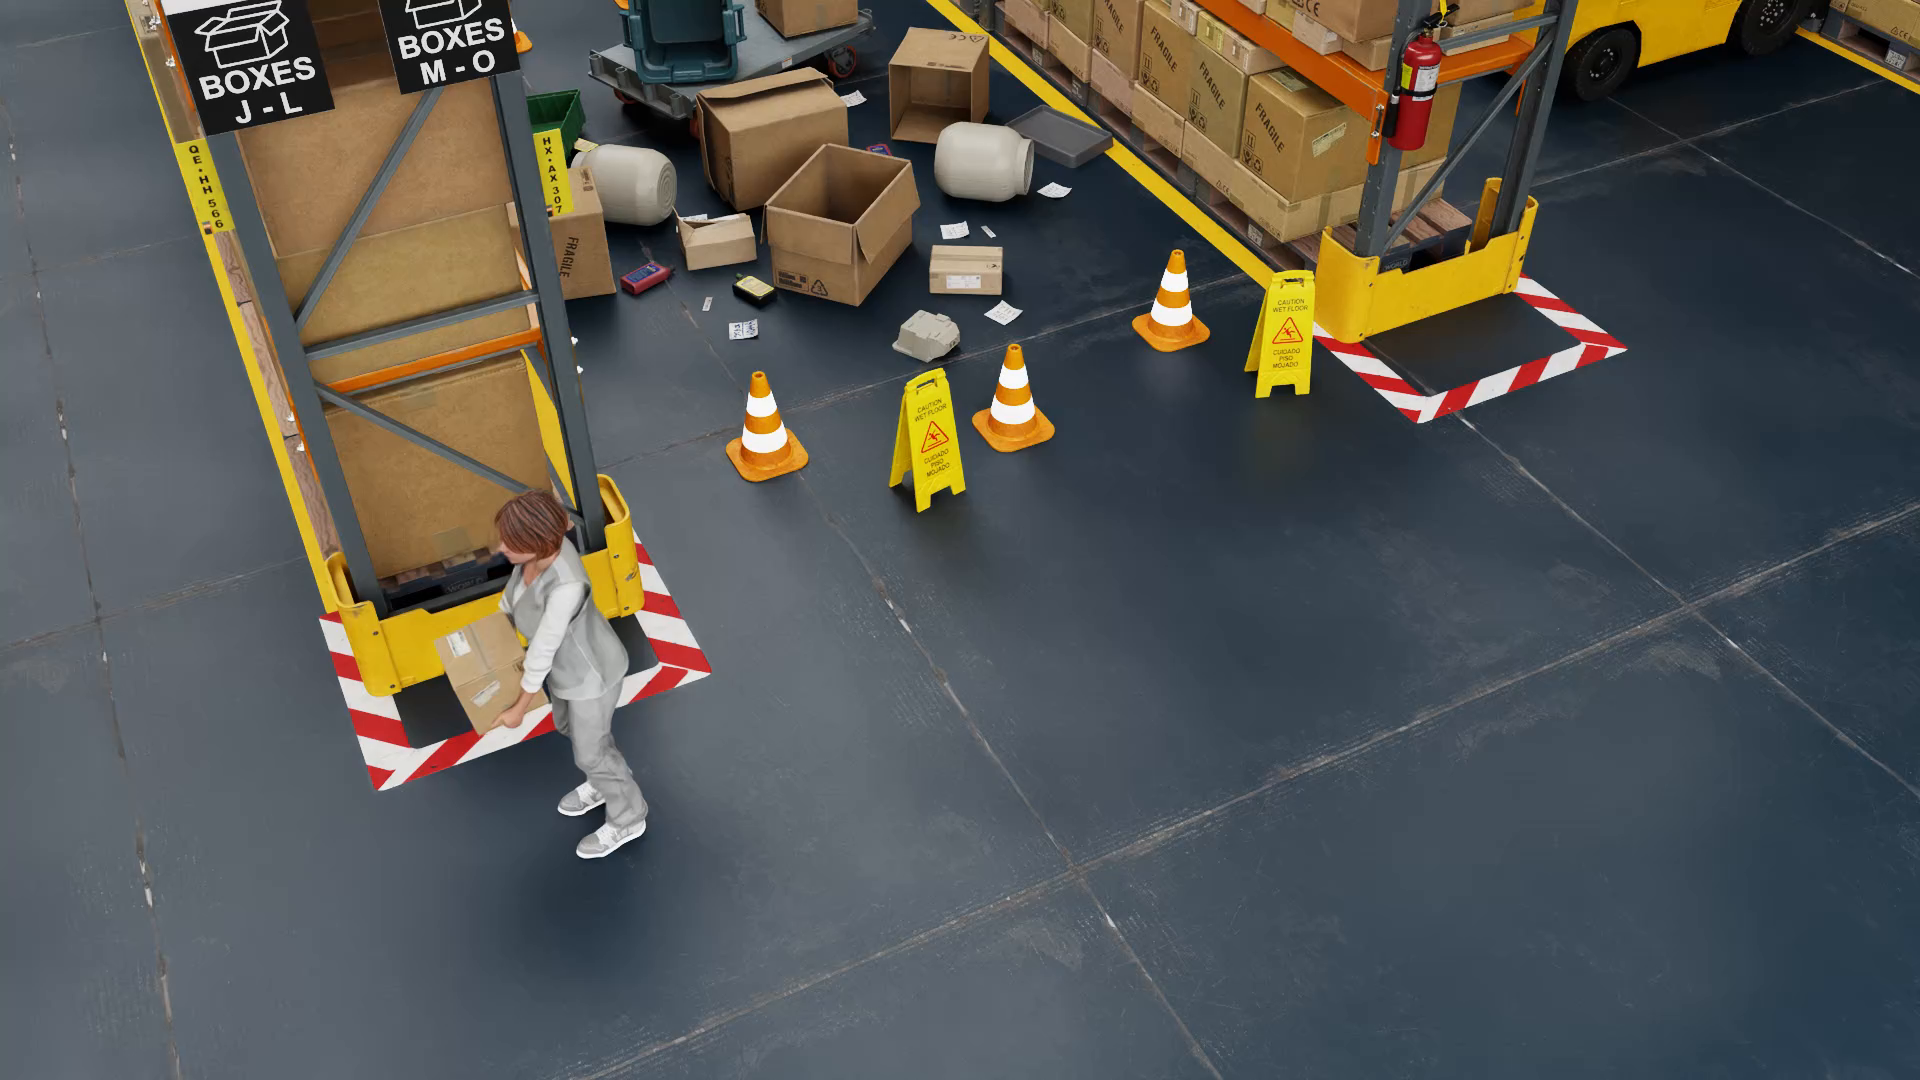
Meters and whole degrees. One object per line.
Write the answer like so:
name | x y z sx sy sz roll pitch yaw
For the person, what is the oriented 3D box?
person | -1.378 0.471 5.645 0.489 1.594 0.405 -18 45 -19
